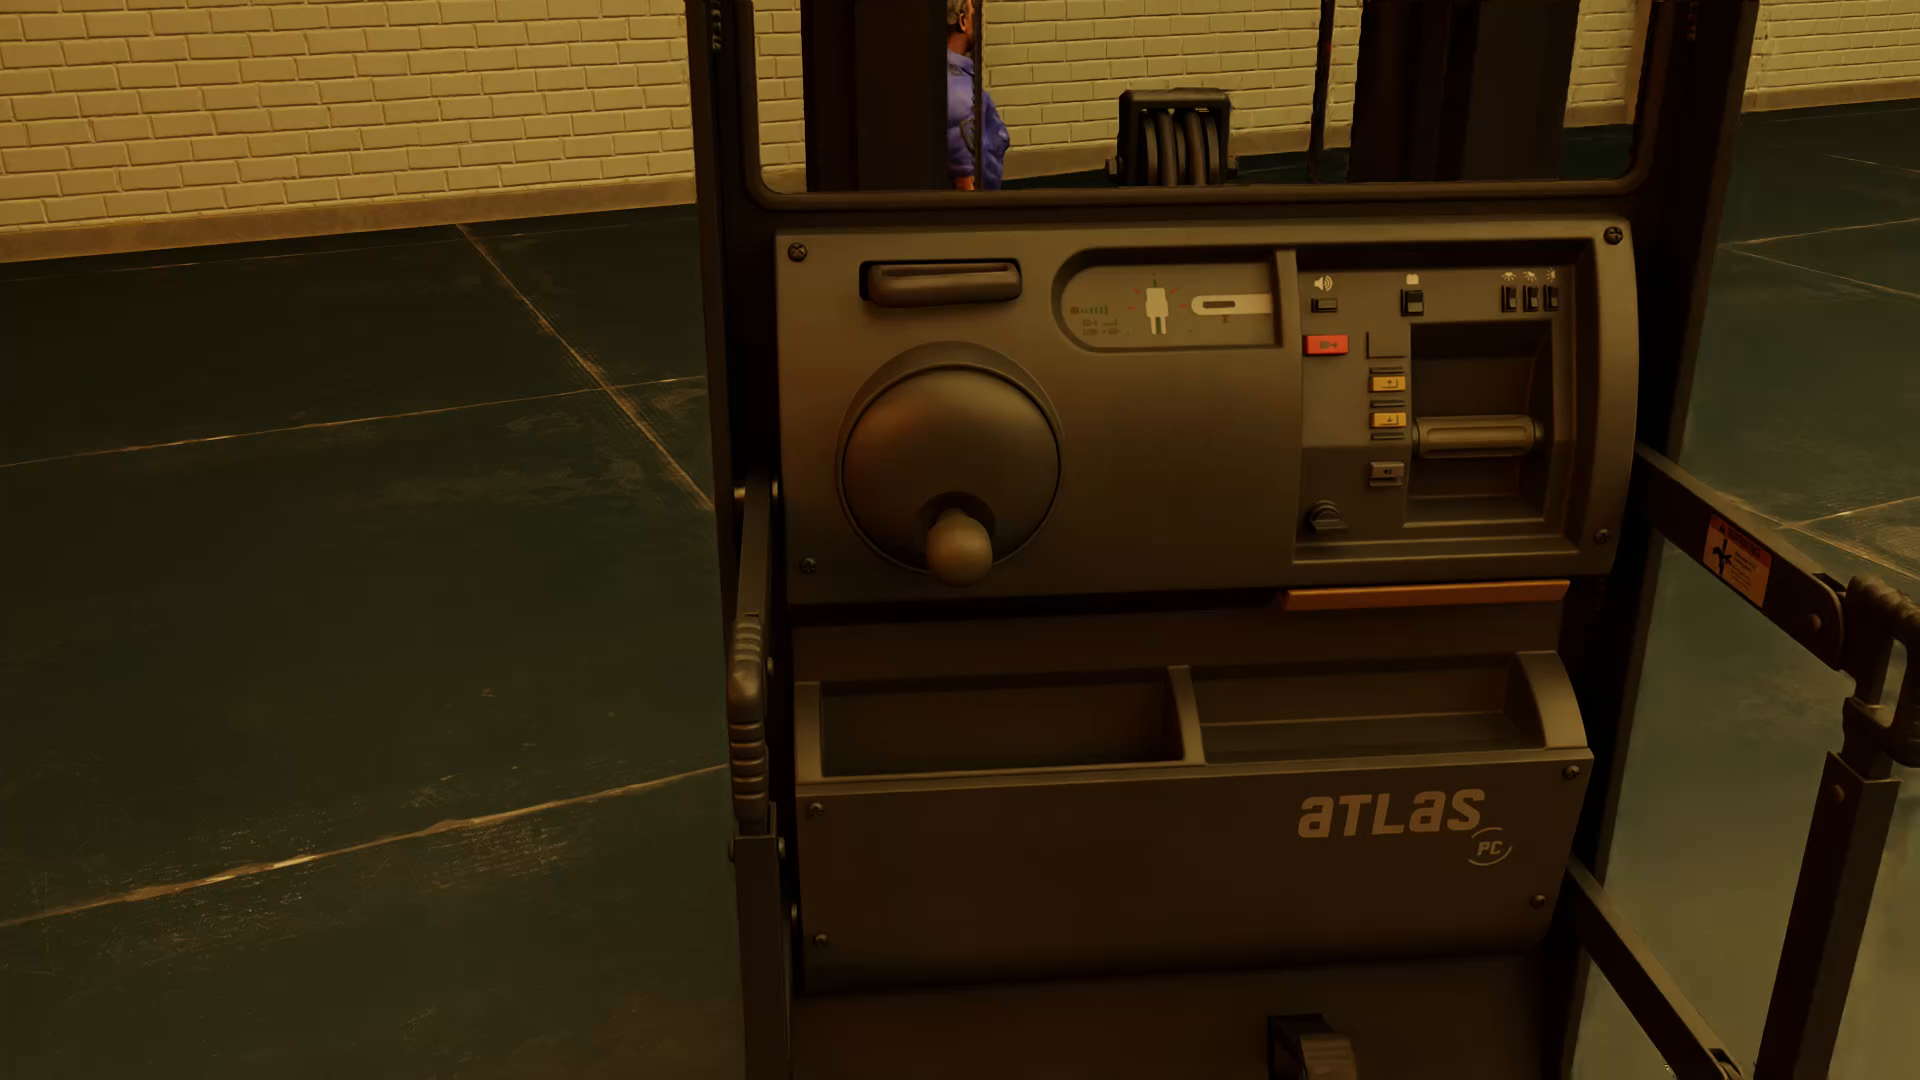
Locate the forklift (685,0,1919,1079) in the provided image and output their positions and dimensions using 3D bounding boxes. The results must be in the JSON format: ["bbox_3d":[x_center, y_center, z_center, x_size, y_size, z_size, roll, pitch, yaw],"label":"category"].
[{"bbox_3d":[0.293,-0.127,1.591,1.130,2.935,3.031,-2,23,-5],"label":"forklift"}]

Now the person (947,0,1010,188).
[{"bbox_3d":[0.088,-0.778,4.804,0.504,1.654,0.569,-10,25,-23],"label":"person"}]
